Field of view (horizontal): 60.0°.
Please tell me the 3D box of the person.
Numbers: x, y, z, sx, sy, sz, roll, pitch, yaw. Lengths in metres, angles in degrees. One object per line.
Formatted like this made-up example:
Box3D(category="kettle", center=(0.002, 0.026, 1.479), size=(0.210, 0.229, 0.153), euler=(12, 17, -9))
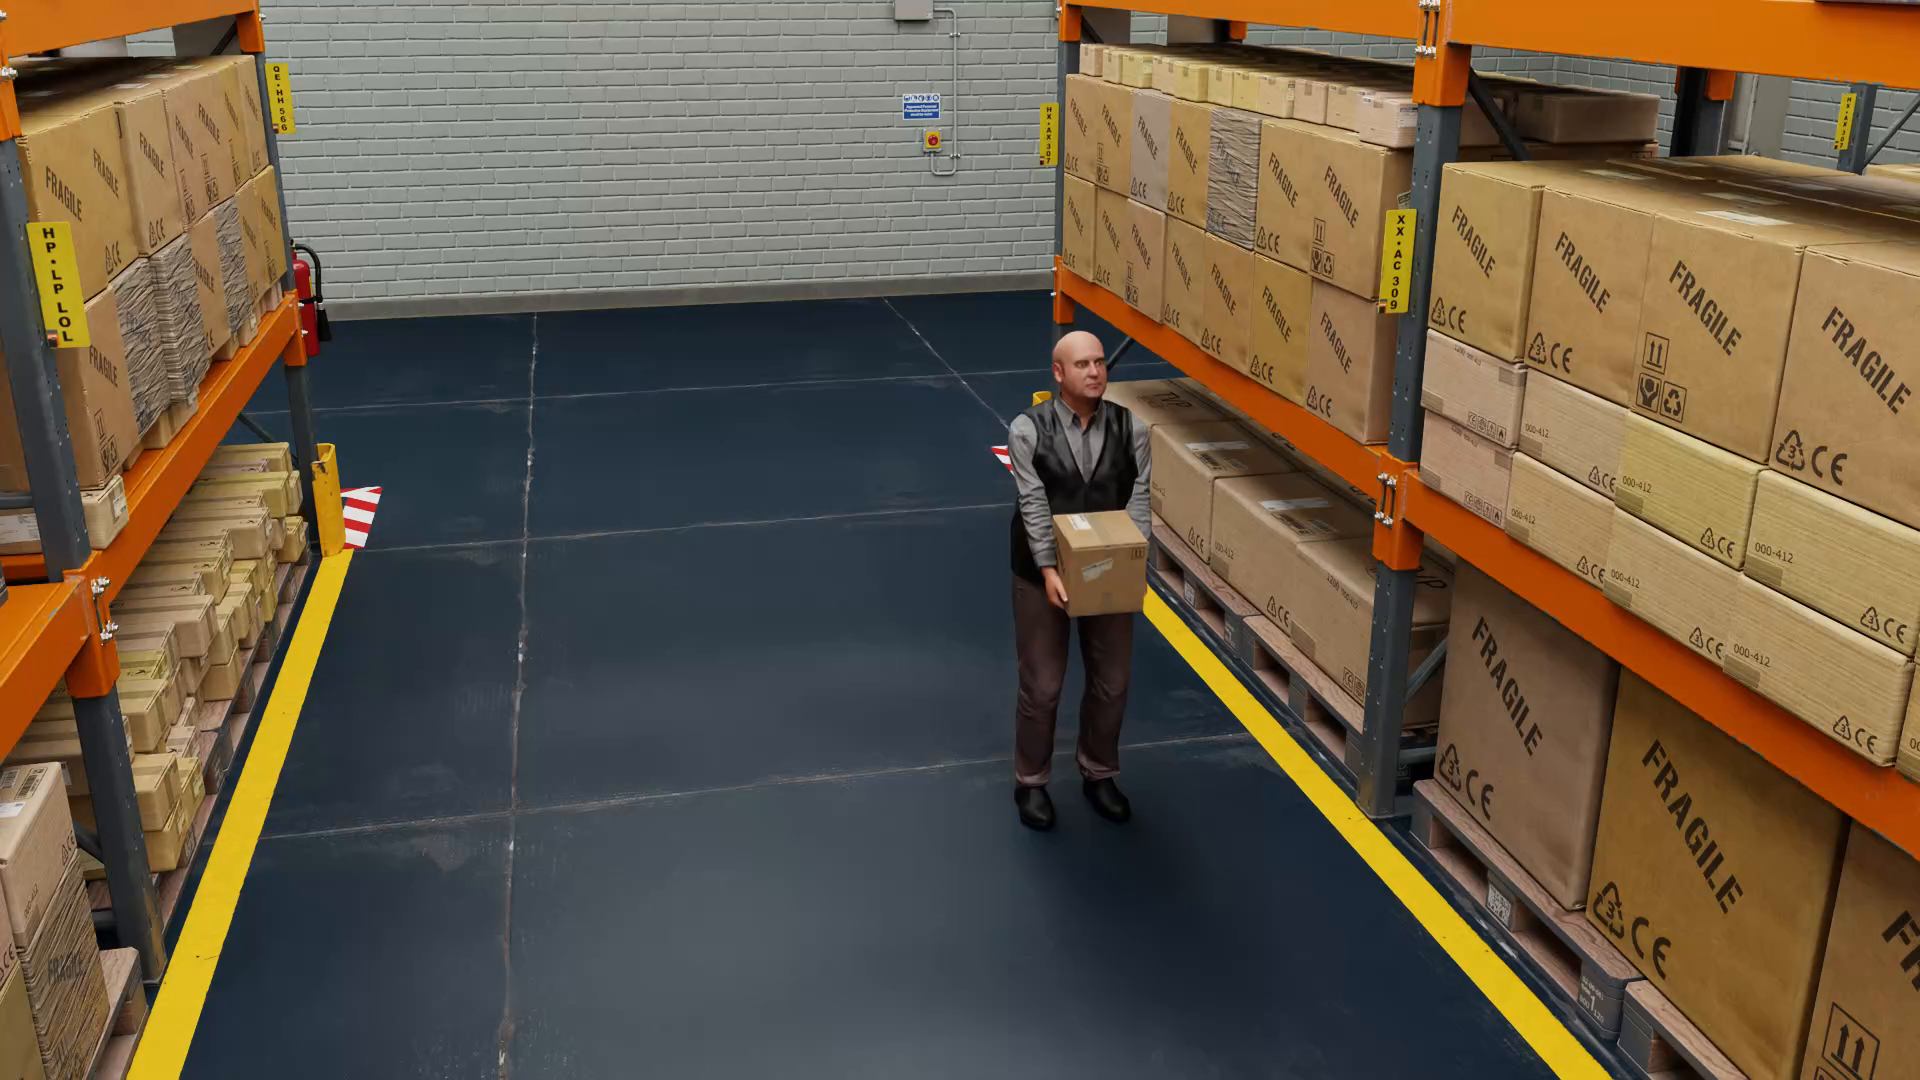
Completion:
Box3D(category="person", center=(0.428, 0.170, 5.639), size=(0.494, 1.711, 0.547), euler=(-4, 20, -12))
